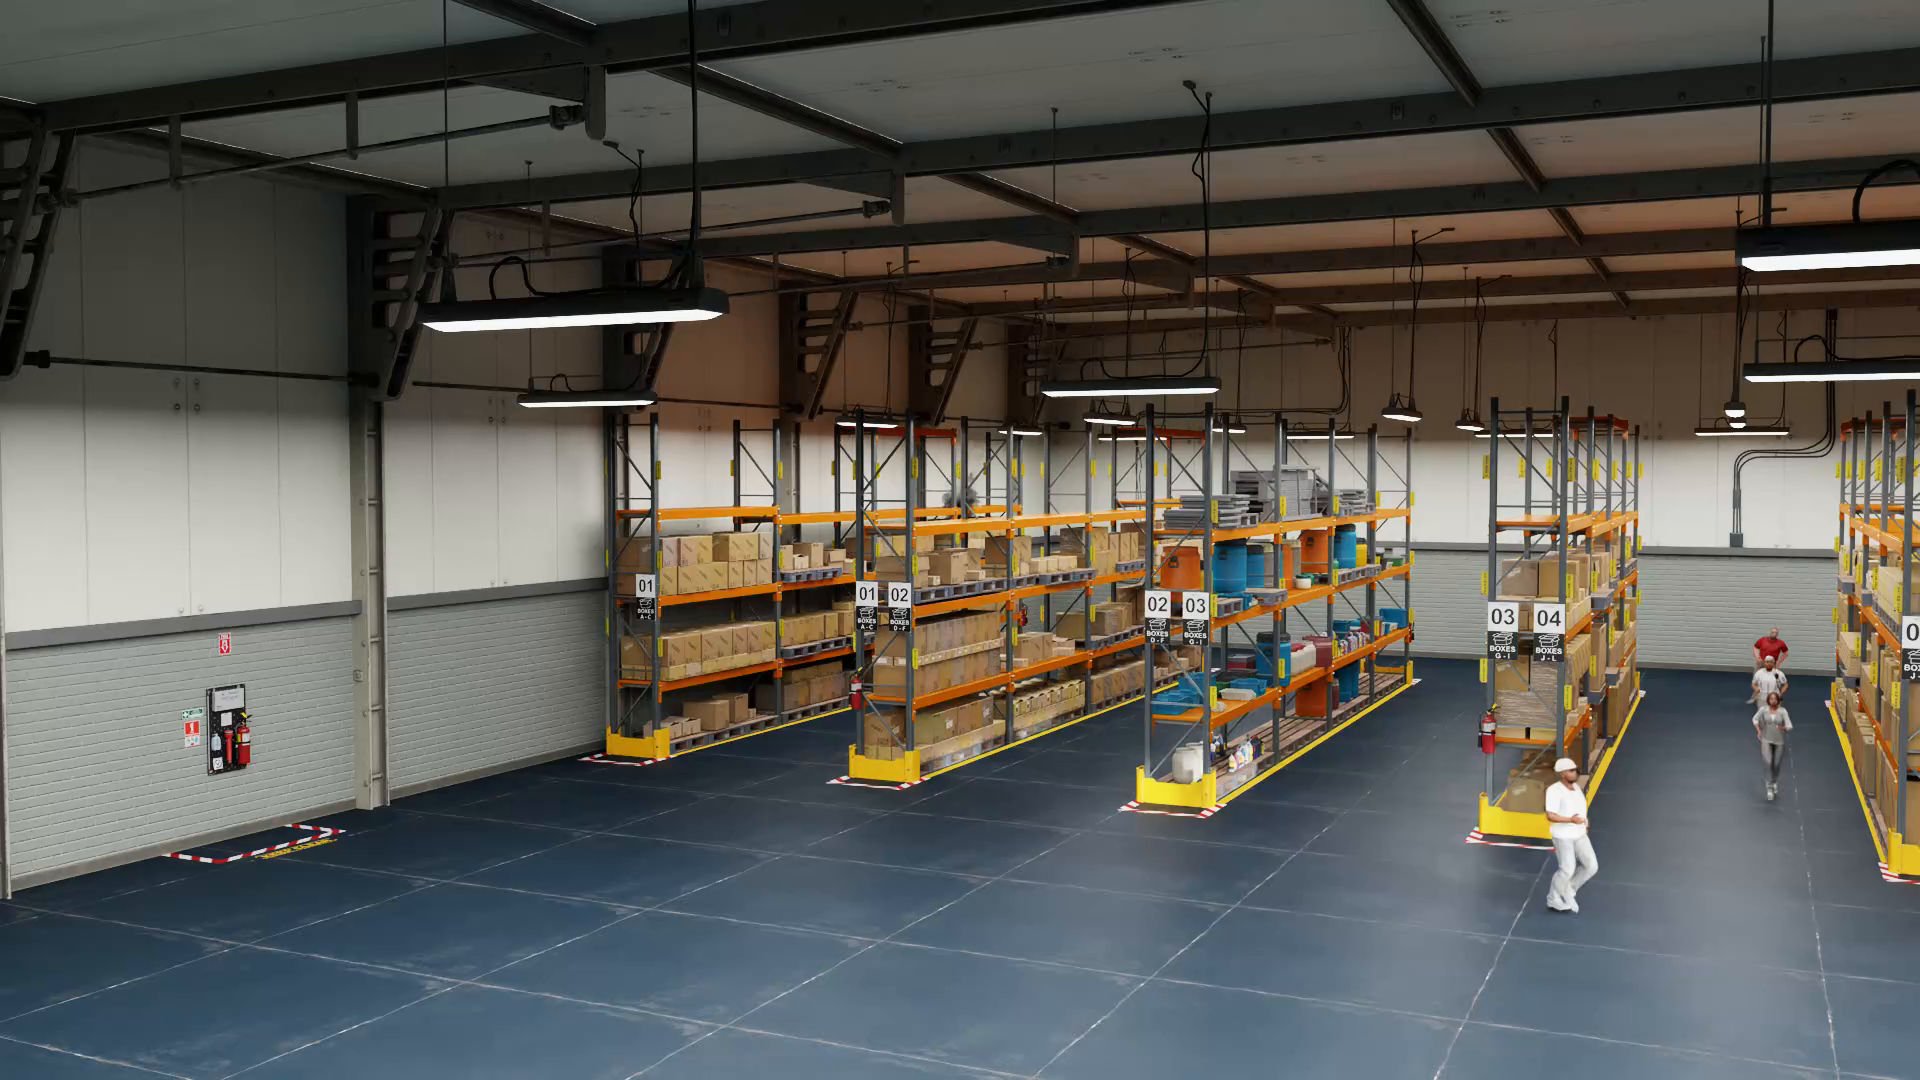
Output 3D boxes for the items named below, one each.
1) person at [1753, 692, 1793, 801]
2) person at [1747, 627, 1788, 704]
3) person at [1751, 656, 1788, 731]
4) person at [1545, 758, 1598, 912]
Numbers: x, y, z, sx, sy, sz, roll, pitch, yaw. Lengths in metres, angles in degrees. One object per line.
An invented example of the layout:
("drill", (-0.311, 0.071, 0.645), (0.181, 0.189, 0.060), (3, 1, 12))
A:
("person", (12.391, 3.112, 25.354), (0.532, 1.609, 0.781), (1, 3, 21))
("person", (17.338, 2.684, 35.651), (0.730, 1.650, 0.851), (2, 3, 39))
("person", (14.724, 2.917, 30.272), (0.601, 1.619, 0.565), (1, 3, 29))
("person", (6.901, 3.338, 18.719), (0.680, 1.754, 0.629), (-1, 3, -32))
